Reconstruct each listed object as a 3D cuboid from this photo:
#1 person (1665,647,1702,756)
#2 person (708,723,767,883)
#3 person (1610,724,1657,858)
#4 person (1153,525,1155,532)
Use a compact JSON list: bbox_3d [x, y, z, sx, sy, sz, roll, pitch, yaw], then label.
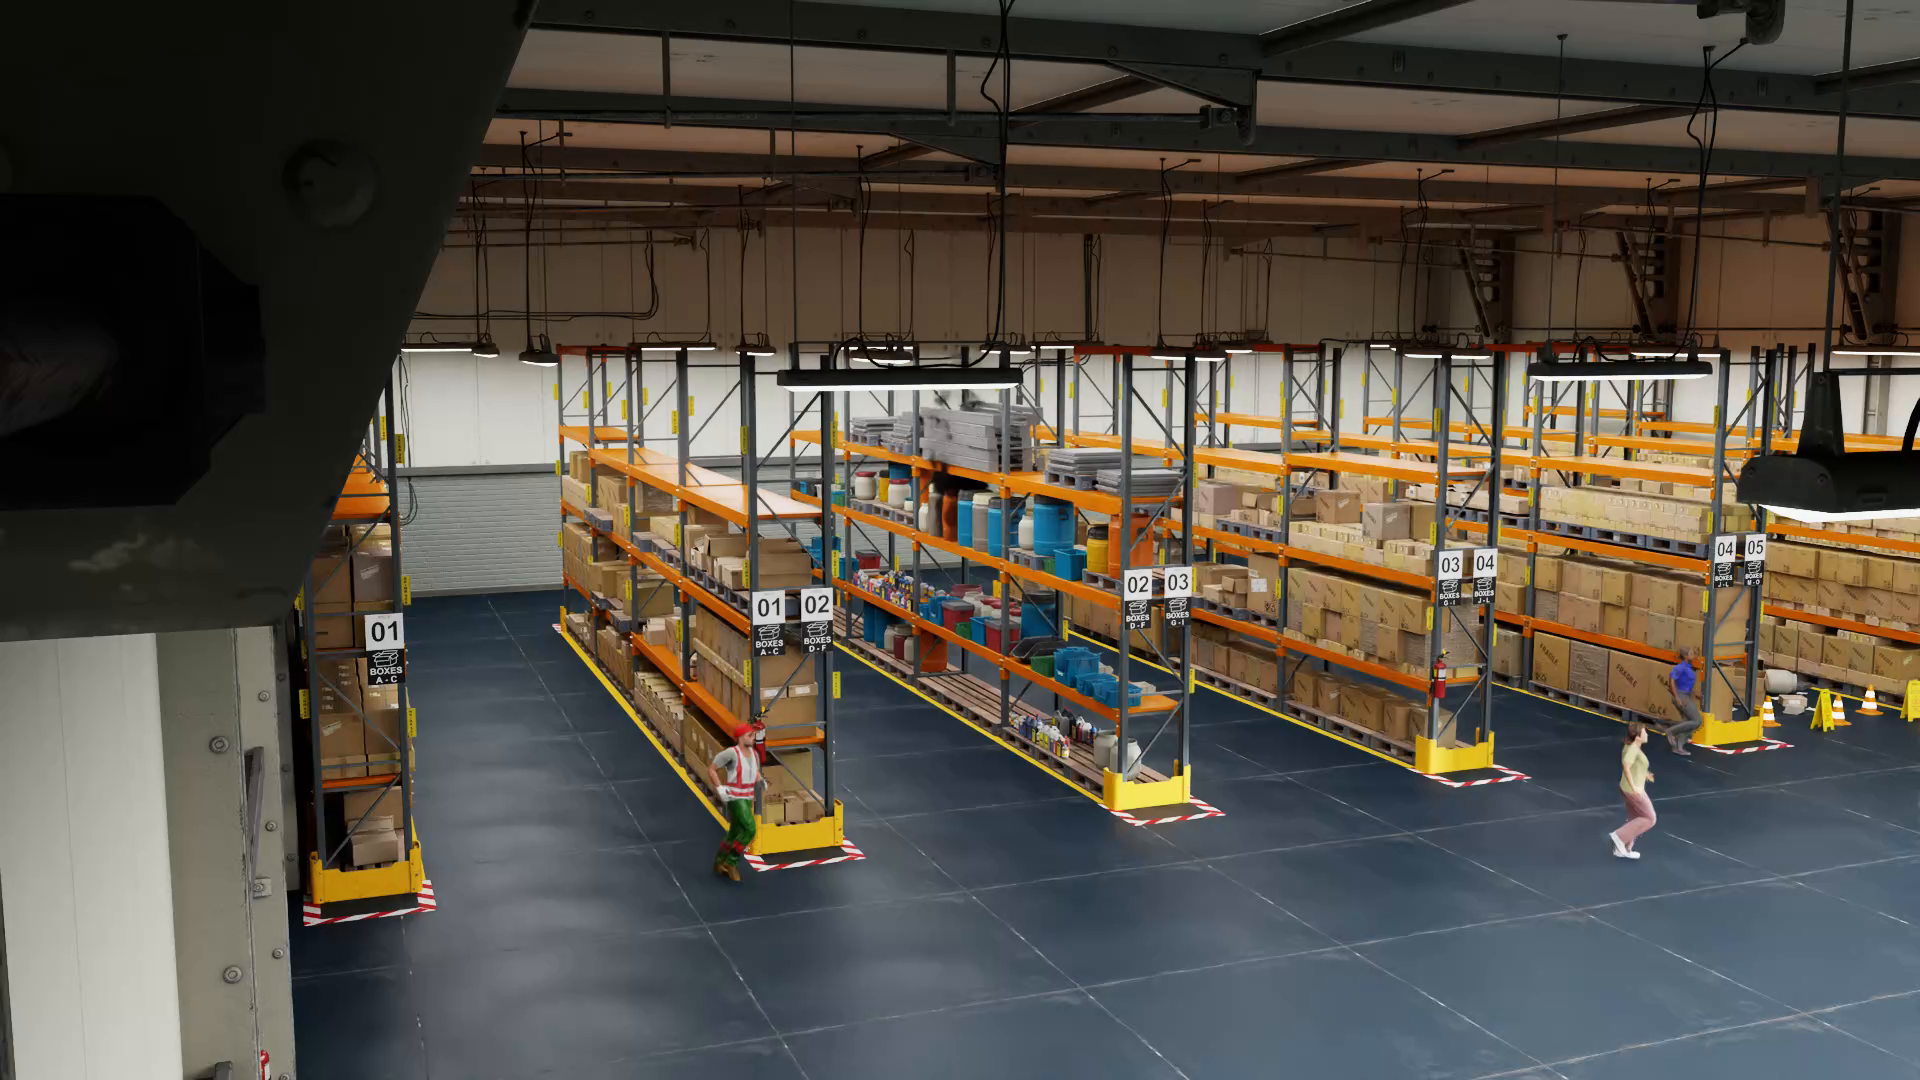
[{"bbox_3d":[10.874,2.403,24.870,0.506,1.568,0.613,5,9,34],"label":"person"},{"bbox_3d":[-2.530,3.022,19.302,0.651,1.781,0.686,3,8,25],"label":"person"},{"bbox_3d":[8.074,3.000,19.923,0.533,1.638,0.592,1,7,8],"label":"person"},{"bbox_3d":[4.555,0.386,40.228,0.603,1.646,0.885,4,8,29],"label":"person"}]
